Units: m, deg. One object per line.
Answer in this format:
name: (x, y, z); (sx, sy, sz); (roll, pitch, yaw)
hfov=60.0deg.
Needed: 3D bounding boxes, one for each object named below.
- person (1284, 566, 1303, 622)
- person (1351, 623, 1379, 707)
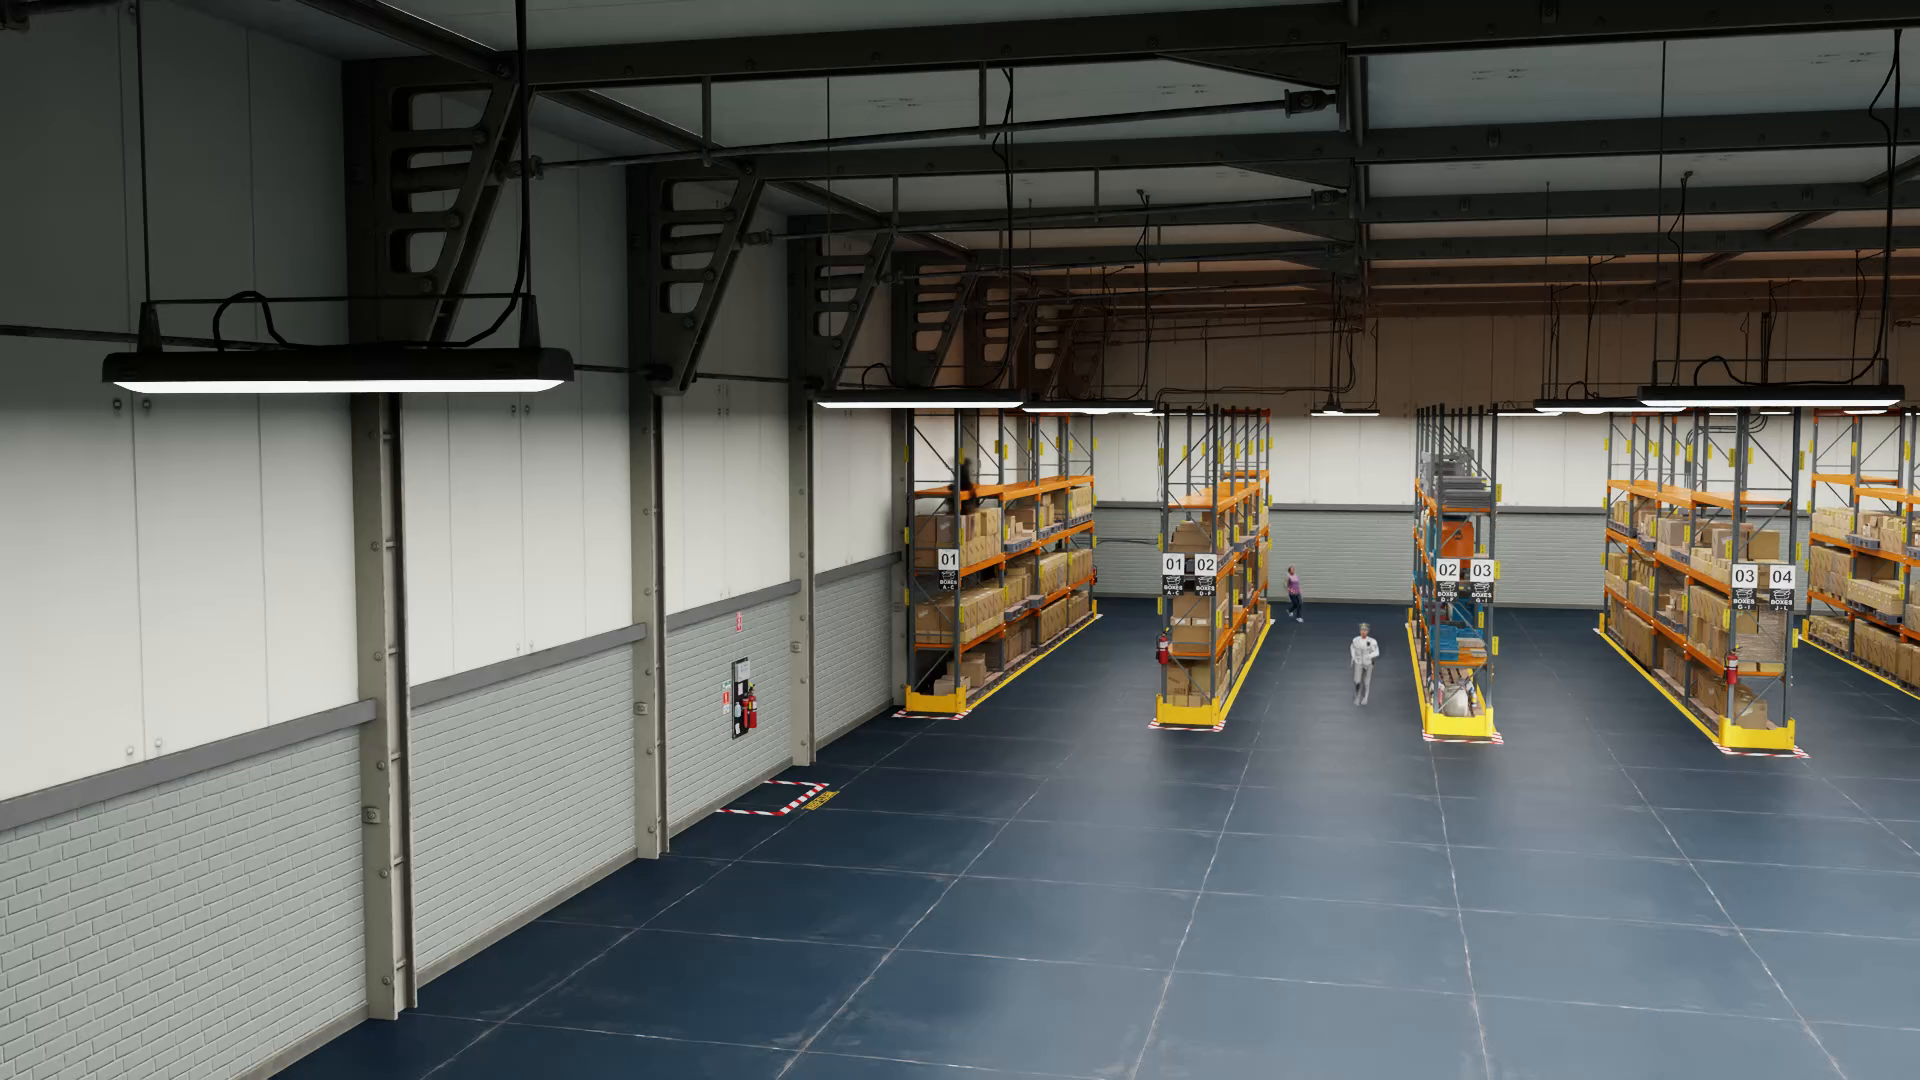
person: (9.445, 1.533, 47.091); (0.595, 1.575, 0.623); (-2, 5, -28)
person: (8.009, 2.479, 32.970); (0.582, 1.674, 0.656); (1, 4, 20)
